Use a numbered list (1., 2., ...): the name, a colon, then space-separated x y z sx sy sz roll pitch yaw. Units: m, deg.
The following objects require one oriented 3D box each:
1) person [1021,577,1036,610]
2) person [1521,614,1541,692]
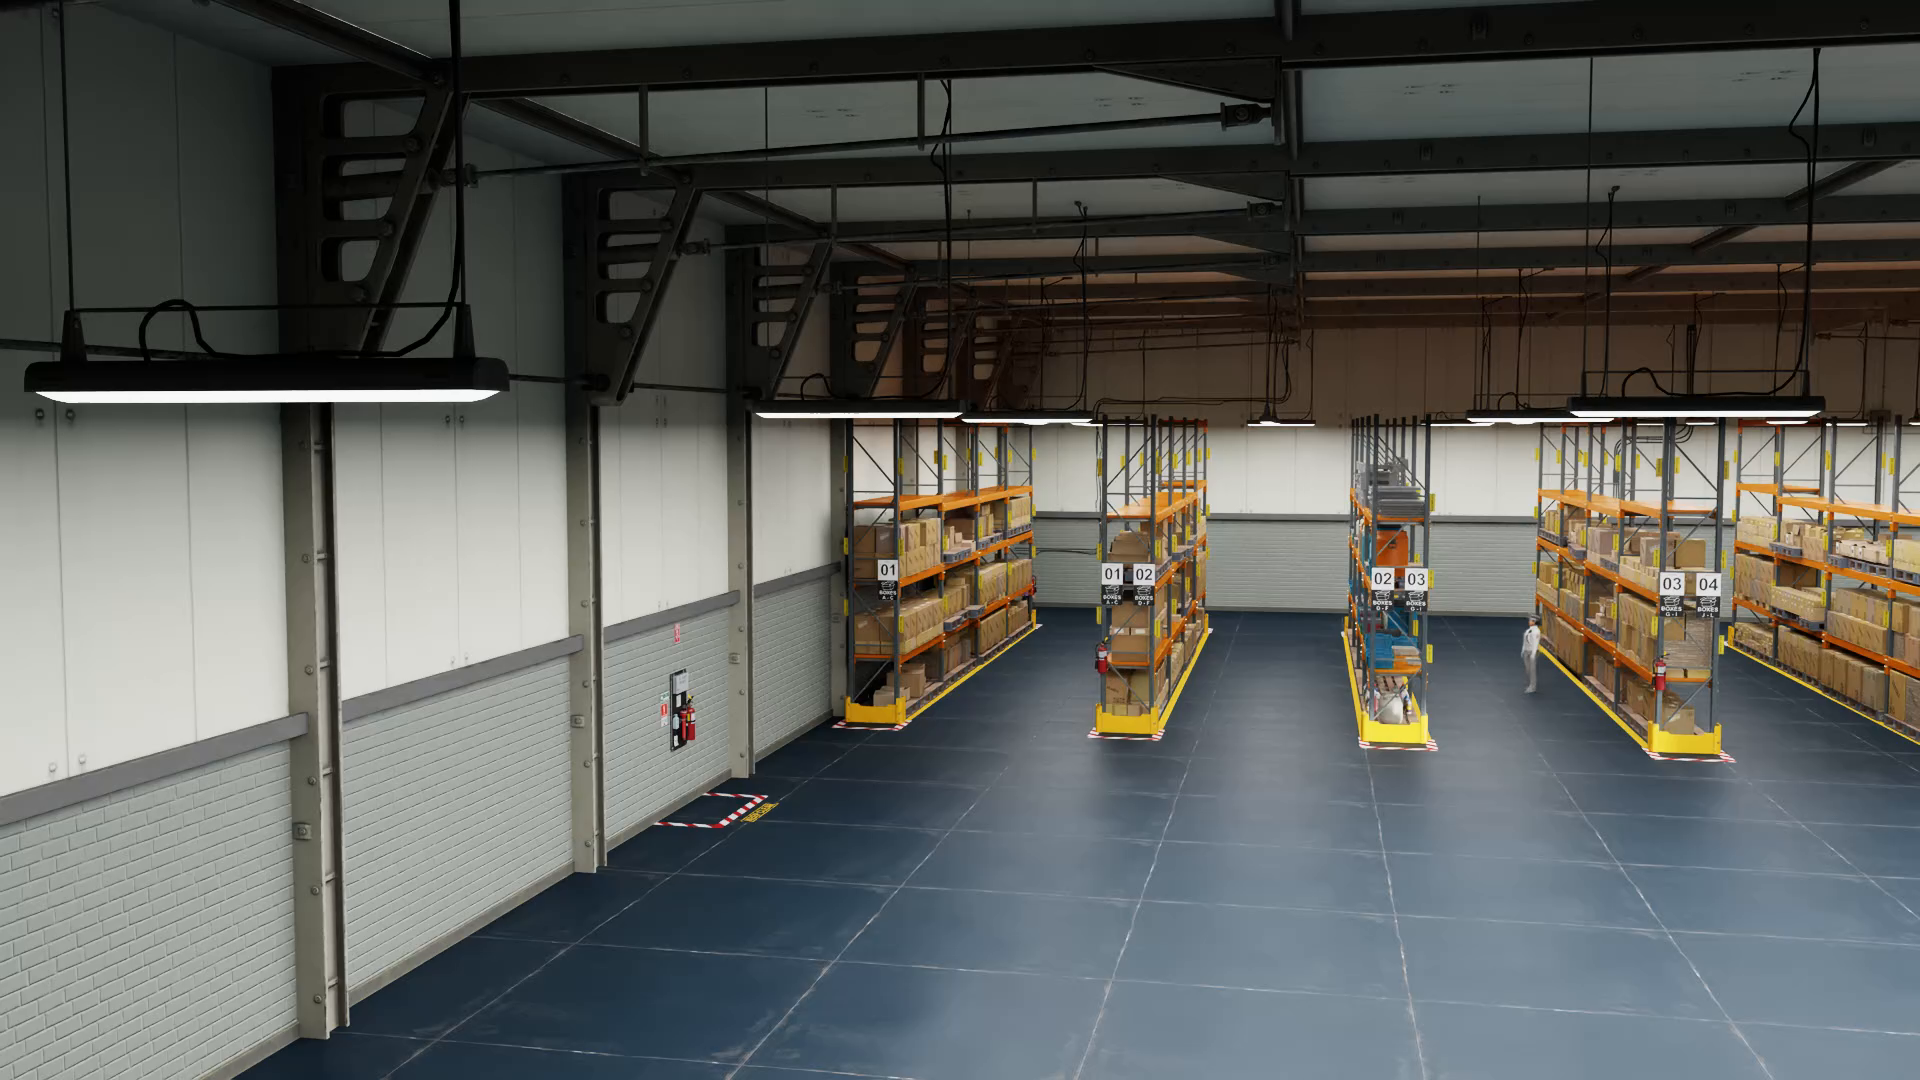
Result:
1. person: 2.018 1.656 49.132 0.440 1.612 0.322 -1 4 -18
2. person: 12.495 2.472 36.370 0.468 1.703 0.495 -2 4 -24
